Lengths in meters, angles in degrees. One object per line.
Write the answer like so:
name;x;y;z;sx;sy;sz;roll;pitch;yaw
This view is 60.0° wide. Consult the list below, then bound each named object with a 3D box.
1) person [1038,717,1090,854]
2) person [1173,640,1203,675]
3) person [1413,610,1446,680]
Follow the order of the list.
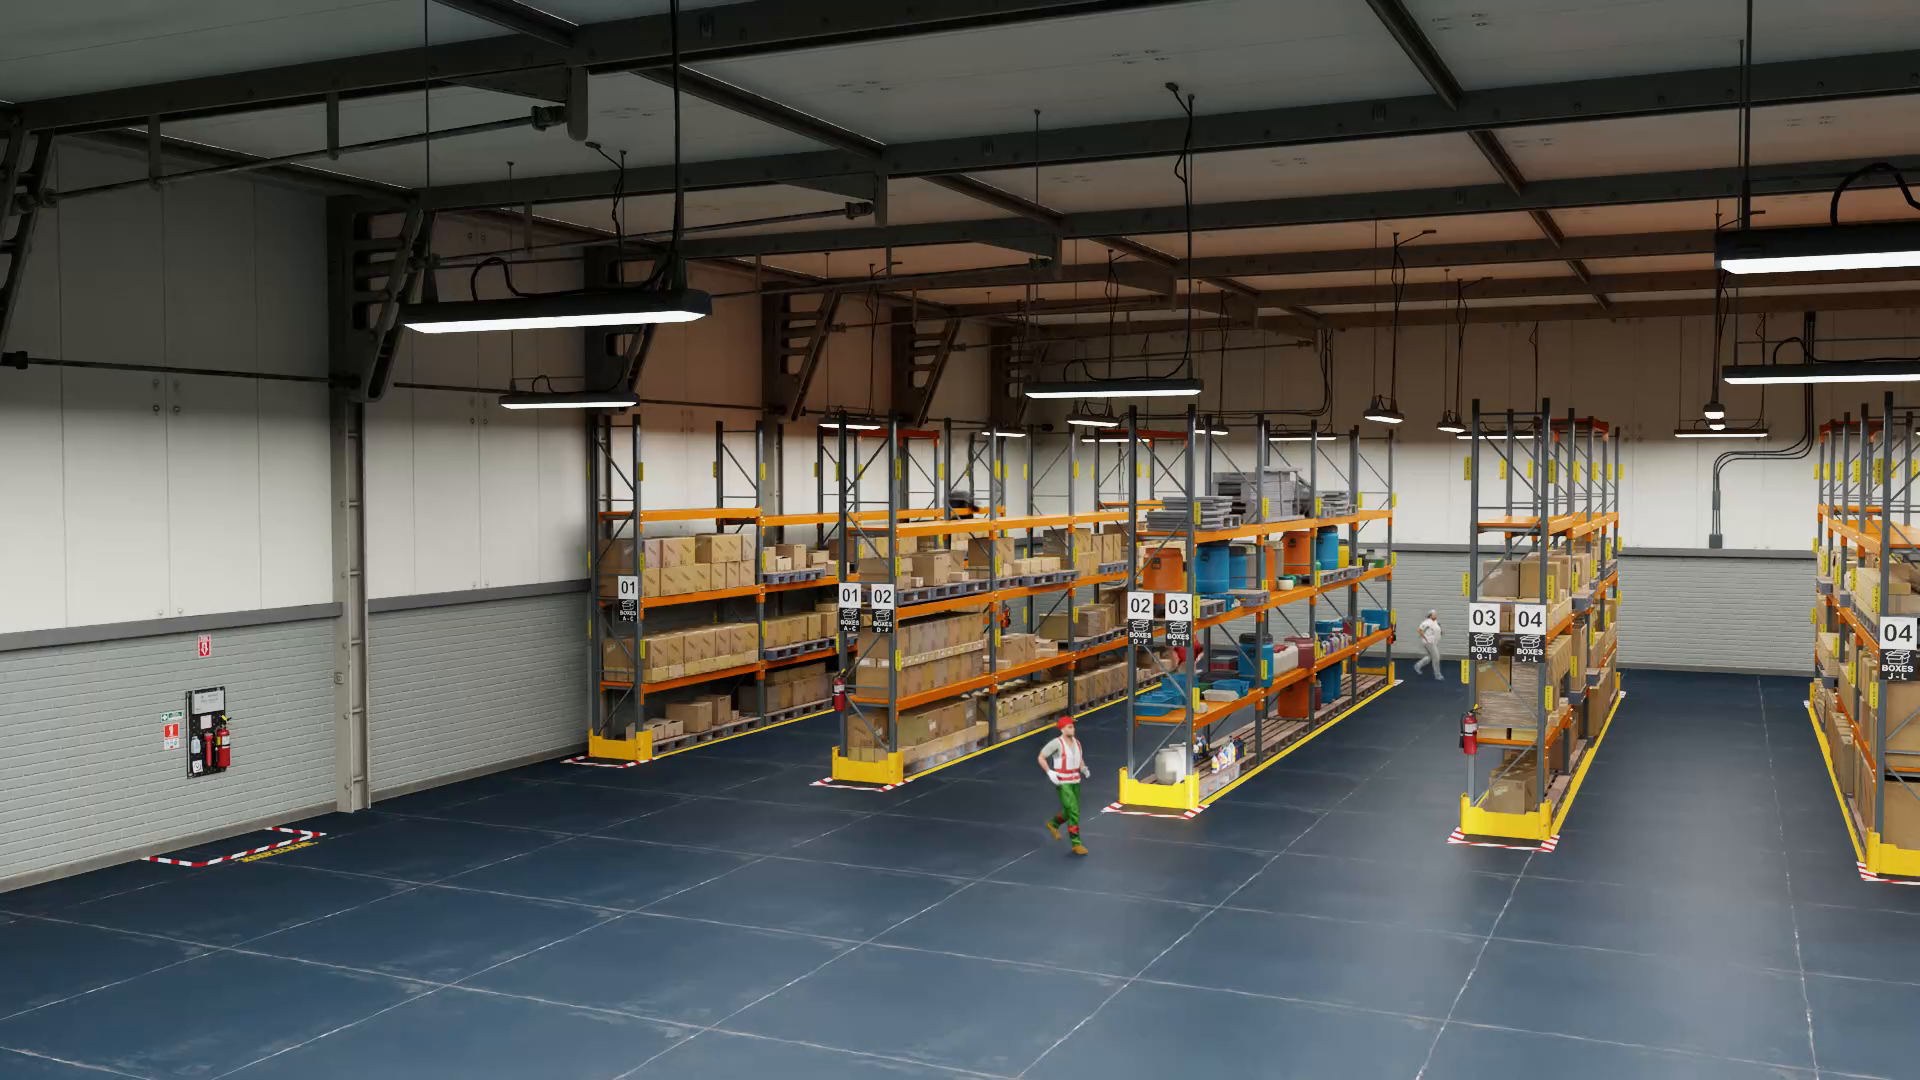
person;1.385;3.212;21.970;0.676;1.764;0.867;-2;3;-41
person;4.819;2.707;35.292;0.641;1.679;0.596;1;2;16
person;11.386;2.523;40.255;0.868;1.686;0.593;2;3;40
